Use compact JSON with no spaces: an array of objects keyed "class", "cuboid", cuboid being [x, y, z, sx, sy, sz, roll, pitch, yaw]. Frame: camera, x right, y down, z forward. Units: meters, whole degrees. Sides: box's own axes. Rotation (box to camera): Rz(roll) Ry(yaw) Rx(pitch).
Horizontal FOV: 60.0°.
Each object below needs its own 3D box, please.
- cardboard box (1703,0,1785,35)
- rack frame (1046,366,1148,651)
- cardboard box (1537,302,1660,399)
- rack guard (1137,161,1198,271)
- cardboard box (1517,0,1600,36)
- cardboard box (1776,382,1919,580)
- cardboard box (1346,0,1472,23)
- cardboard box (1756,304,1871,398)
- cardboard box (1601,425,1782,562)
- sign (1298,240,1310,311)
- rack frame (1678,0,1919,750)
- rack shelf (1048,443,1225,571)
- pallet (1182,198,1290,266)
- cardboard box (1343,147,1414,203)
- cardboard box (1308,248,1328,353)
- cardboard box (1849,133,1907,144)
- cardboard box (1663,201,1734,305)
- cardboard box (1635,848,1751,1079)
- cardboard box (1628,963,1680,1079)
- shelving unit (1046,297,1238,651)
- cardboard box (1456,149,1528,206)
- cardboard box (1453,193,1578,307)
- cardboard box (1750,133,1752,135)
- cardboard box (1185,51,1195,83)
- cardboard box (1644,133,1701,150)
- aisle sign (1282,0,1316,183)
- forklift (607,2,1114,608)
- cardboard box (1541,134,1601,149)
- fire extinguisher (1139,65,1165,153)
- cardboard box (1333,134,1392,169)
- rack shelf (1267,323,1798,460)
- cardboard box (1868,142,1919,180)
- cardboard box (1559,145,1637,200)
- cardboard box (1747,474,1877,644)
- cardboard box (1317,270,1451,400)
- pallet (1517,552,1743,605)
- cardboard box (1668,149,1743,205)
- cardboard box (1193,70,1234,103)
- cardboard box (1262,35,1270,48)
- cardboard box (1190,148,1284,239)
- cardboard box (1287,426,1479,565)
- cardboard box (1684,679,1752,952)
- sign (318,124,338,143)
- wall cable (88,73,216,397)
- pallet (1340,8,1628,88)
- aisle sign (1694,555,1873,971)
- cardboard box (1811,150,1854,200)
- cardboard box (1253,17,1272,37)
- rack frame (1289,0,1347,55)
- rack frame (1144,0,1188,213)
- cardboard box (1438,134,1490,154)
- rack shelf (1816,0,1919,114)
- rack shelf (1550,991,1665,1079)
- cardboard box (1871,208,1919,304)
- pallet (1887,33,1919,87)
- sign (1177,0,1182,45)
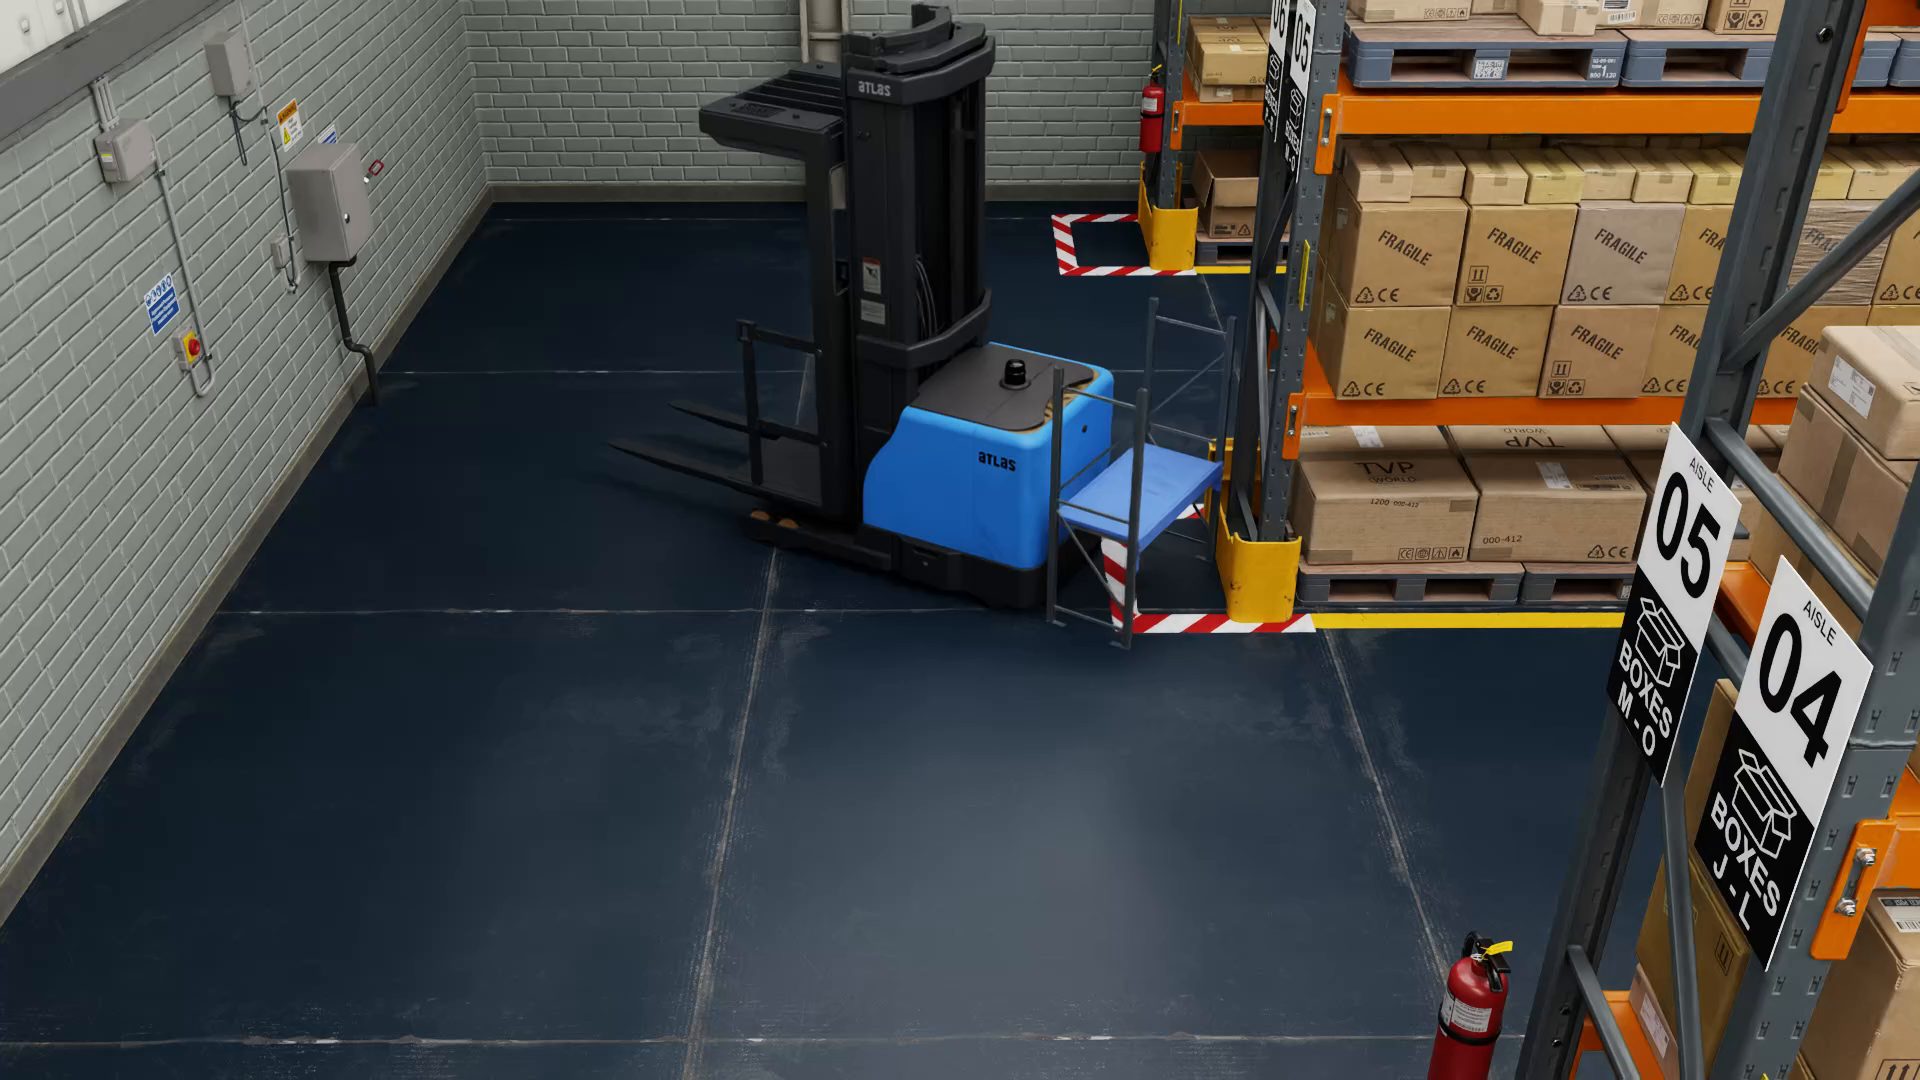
[{"class":"cardboard box","cuboid":[3.654,-2.618,7.572,0.500,0.500,0.500,0,31,1]},{"class":"rack frame","cuboid":[0.678,-0.139,8.422,0.500,1.500,0.032,18,36,28]},{"class":"cardboard box","cuboid":[3.133,-1.045,8.374,0.500,0.500,0.500,0,31,-1]},{"class":"rack guard","cuboid":[1.679,-2.648,13.522,0.348,0.500,1.175,0,31,0]},{"class":"cardboard box","cuboid":[2.726,-2.423,7.590,0.250,0.149,0.380,1,31,2]},{"class":"cardboard box","cuboid":[2.227,-0.140,3.749,0.500,0.250,0.500,-1,31,-2]},{"class":"cardboard box","cuboid":[2.086,-2.630,7.834,0.500,0.250,0.500,-3,31,-5]},{"class":"cardboard box","cuboid":[4.158,-1.049,8.380,0.500,0.500,0.500,-1,31,-1]},{"class":"cardboard box","cuboid":[4.113,-0.289,9.289,0.875,0.438,0.875,-1,31,-2]},{"class":"sign","cuboid":[1.634,-1.258,7.910,0.005,0.325,0.100,0,31,0]},{"class":"rack frame","cuboid":[1.768,-1.139,2.842,0.127,3.000,1.000,0,31,0]},{"class":"rack shelf","cuboid":[0.953,-0.207,8.881,0.538,0.185,1.000,18,36,28]},{"class":"pallet","cuboid":[2.477,-2.527,13.601,1.213,0.211,1.003,0,31,0]},{"class":"cardboard box","cuboid":[1.994,-1.747,7.941,0.250,0.149,0.380,0,31,1]},{"class":"cardboard box","cuboid":[2.118,-1.323,8.832,0.500,0.500,0.500,0,31,0]},{"class":"cardboard box","cuboid":[4.559,-2.035,8.415,0.250,0.149,0.380,0,31,-1]},{"class":"cardboard box","cuboid":[3.649,-1.479,8.124,0.500,0.500,0.500,0,31,0]},{"class":"cardboard box","cuboid":[2.216,1.121,4.517,0.500,0.500,0.500,0,31,1]},{"class":"cardboard box","cuboid":[2.092,1.385,4.706,0.250,0.149,0.380,0,31,0]},{"class":"shelving unit","cuboid":[0.953,-0.361,8.788,0.538,1.500,1.048,18,36,28]},{"class":"cardboard box","cuboid":[2.516,-1.726,7.906,0.250,0.149,0.380,1,31,1]},{"class":"cardboard box","cuboid":[2.635,-1.471,8.111,0.500,0.500,0.500,-1,31,-2]},{"class":"cardboard box","cuboid":[4.043,-2.005,8.367,0.250,0.149,0.380,0,31,0]},{"class":"cardboard box","cuboid":[1.933,-3.749,13.169,0.250,0.149,0.380,-1,31,-1]},{"class":"cardboard box","cuboid":[3.533,-2.018,8.387,0.250,0.149,0.380,1,31,1]},{"class":"aisle sign","cuboid":[1.567,-2.103,7.707,0.004,0.787,0.394,0,31,0]},{"class":"forklift","cuboid":[-0.680,-1.427,9.165,3.031,2.935,1.130,16,35,25]},{"class":"cardboard box","cuboid":[3.020,-1.996,8.351,0.250,0.149,0.380,0,31,-1]},{"class":"fire extinguisher","cuboid":[1.459,-3.284,12.594,0.183,0.674,0.296,0,31,0]},{"class":"cardboard box","cuboid":[1.995,-1.994,8.349,0.250,0.149,0.380,0,31,0]},{"class":"rack shelf","cuboid":[3.637,-0.840,8.826,4.000,0.370,1.077,0,31,0]},{"class":"cardboard box","cuboid":[4.564,-1.785,8.004,0.250,0.149,0.380,0,31,-1]},{"class":"cardboard box","cuboid":[3.041,-1.764,7.970,0.250,0.149,0.380,0,31,0]},{"class":"cardboard box","cuboid":[2.221,0.069,3.887,0.500,0.250,0.500,-1,31,-1]},{"class":"cardboard box","cuboid":[2.119,-1.037,8.360,0.500,0.500,0.500,0,31,-1]},{"class":"pallet","cuboid":[3.653,0.005,9.427,1.213,0.211,1.003,0,31,0]},{"class":"cardboard box","cuboid":[3.545,-1.730,7.913,0.250,0.149,0.380,-1,31,-1]},{"class":"cardboard box","cuboid":[1.934,-3.468,12.705,0.250,0.149,0.380,0,31,-1]},{"class":"cardboard box","cuboid":[2.563,-3.643,12.609,0.500,0.250,0.500,0,31,0]},{"class":"cardboard box","cuboid":[2.216,-2.781,13.334,0.637,0.503,0.797,-1,31,-2]},{"class":"cardboard box","cuboid":[2.296,-0.280,9.274,0.875,0.438,0.875,-1,31,-2]},{"class":"cardboard box","cuboid":[2.224,0.698,4.250,0.500,0.500,0.500,-1,31,-1]},{"class":"sign","cuboid":[-4.078,-2.417,10.823,0.001,0.494,0.329,0,31,0]},{"class":"wall cable","cuboid":[-4.001,-1.560,8.308,0.123,1.953,0.585,0,31,0]},{"class":"pallet","cuboid":[2.379,-2.394,7.887,1.213,0.211,1.003,0,31,0]},{"class":"aisle sign","cuboid":[1.697,0.470,3.467,0.004,0.787,0.394,0,31,0]},{"class":"cardboard box","cuboid":[4.052,-1.765,7.970,0.250,0.149,0.380,-1,31,-1]},{"class":"cardboard box","cuboid":[2.577,-3.920,13.065,0.500,0.250,0.500,0,31,0]},{"class":"rack frame","cuboid":[1.637,-3.707,7.073,0.127,3.000,1.000,0,31,0]},{"class":"rack frame","cuboid":[1.603,-3.716,12.873,0.127,3.000,1.000,0,31,0]},{"class":"cardboard box","cuboid":[2.506,-2.052,8.444,0.250,0.149,0.380,0,31,-1]},{"class":"rack shelf","cuboid":[3.768,-0.837,3.039,4.000,0.370,1.077,0,31,0]},{"class":"rack shelf","cuboid":[3.768,1.727,4.595,4.000,0.370,1.077,0,31,0]},{"class":"cardboard box","cuboid":[4.659,-1.482,8.130,0.500,0.500,0.500,-1,31,-1]},{"class":"pallet","cuboid":[4.819,-2.402,7.899,1.213,0.211,1.003,0,31,0]},{"class":"sign","cuboid":[1.607,-3.805,12.184,0.005,0.325,0.100,0,31,0]}]
